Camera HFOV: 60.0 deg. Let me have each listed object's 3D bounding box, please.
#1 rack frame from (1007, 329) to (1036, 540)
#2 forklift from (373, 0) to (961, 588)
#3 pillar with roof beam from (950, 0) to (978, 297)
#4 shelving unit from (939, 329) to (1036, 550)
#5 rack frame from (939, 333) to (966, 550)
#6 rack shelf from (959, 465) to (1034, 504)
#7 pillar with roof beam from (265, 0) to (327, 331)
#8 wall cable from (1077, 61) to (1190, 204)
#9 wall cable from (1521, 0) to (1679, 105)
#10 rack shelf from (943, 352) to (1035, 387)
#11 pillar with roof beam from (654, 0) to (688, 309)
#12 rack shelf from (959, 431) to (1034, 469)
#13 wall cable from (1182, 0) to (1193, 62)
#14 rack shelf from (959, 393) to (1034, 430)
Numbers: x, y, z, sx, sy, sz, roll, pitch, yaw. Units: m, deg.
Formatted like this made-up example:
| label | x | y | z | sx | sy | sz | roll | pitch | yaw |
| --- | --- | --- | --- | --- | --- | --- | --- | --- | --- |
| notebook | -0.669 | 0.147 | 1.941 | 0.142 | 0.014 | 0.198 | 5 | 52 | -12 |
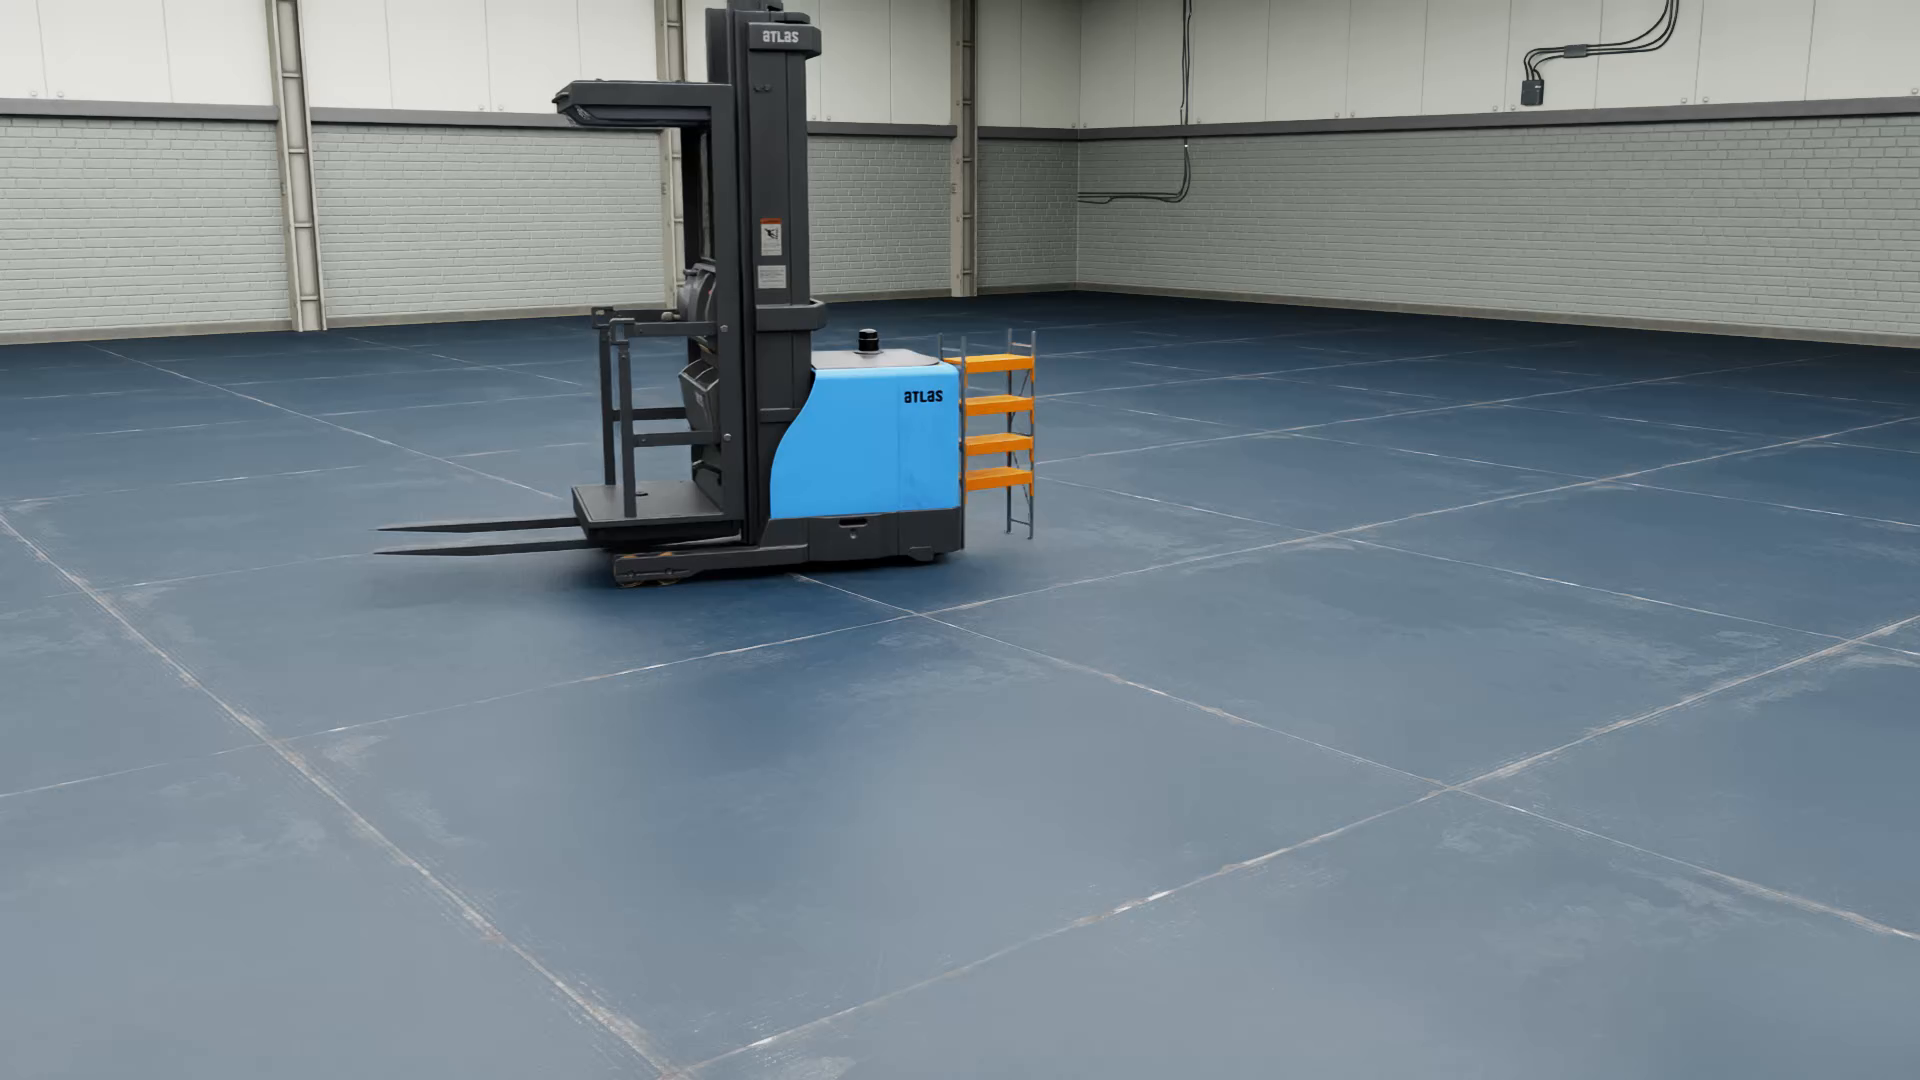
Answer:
| label | x | y | z | sx | sy | sz | roll | pitch | yaw |
| --- | --- | --- | --- | --- | --- | --- | --- | --- | --- |
| rack frame | 0.353 | -0.610 | 9.613 | 0.015 | 1.200 | 0.240 | -8 | 15 | -35 |
| forklift | -1.569 | -1.313 | 8.757 | 3.031 | 2.935 | 1.130 | -4 | 13 | -17 |
| pillar with roof beam | 2.762 | -8.264 | 26.881 | 0.400 | 9.000 | 9.100 | -9 | 15 | -38 |
| shelving unit | 0.155 | -0.581 | 9.474 | 0.503 | 1.200 | 0.258 | -8 | 15 | -35 |
| rack frame | -0.044 | -0.551 | 9.335 | 0.015 | 1.200 | 0.240 | -8 | 15 | -35 |
| rack shelf | 0.155 | -0.321 | 9.529 | 0.480 | 0.148 | 0.258 | -8 | 15 | -35 |
| pillar with roof beam | -6.608 | -6.707 | 19.548 | 0.400 | 9.000 | 9.100 | -9 | 15 | -38 |
| wall cable | 3.199 | -7.611 | 31.282 | 0.112 | 2.526 | 3.097 | -9 | 15 | -38 |
| wall cable | 9.117 | -9.252 | 23.346 | 0.169 | 6.003 | 2.305 | -9 | 15 | -38 |
| rack shelf | 0.155 | -0.965 | 9.392 | 0.480 | 0.148 | 0.258 | -8 | 15 | -35 |
| pillar with roof beam | -1.923 | -7.485 | 23.215 | 0.400 | 9.000 | 9.100 | -9 | 15 | -38 |
| rack shelf | 0.155 | -0.515 | 9.488 | 0.480 | 0.148 | 0.258 | -8 | 15 | -35 |
| wall cable | 4.889 | -9.643 | 28.691 | 0.112 | 2.526 | 3.097 | -9 | 15 | -38 |
| rack shelf | 0.155 | -0.734 | 9.442 | 0.480 | 0.148 | 0.258 | -8 | 15 | -35 |
